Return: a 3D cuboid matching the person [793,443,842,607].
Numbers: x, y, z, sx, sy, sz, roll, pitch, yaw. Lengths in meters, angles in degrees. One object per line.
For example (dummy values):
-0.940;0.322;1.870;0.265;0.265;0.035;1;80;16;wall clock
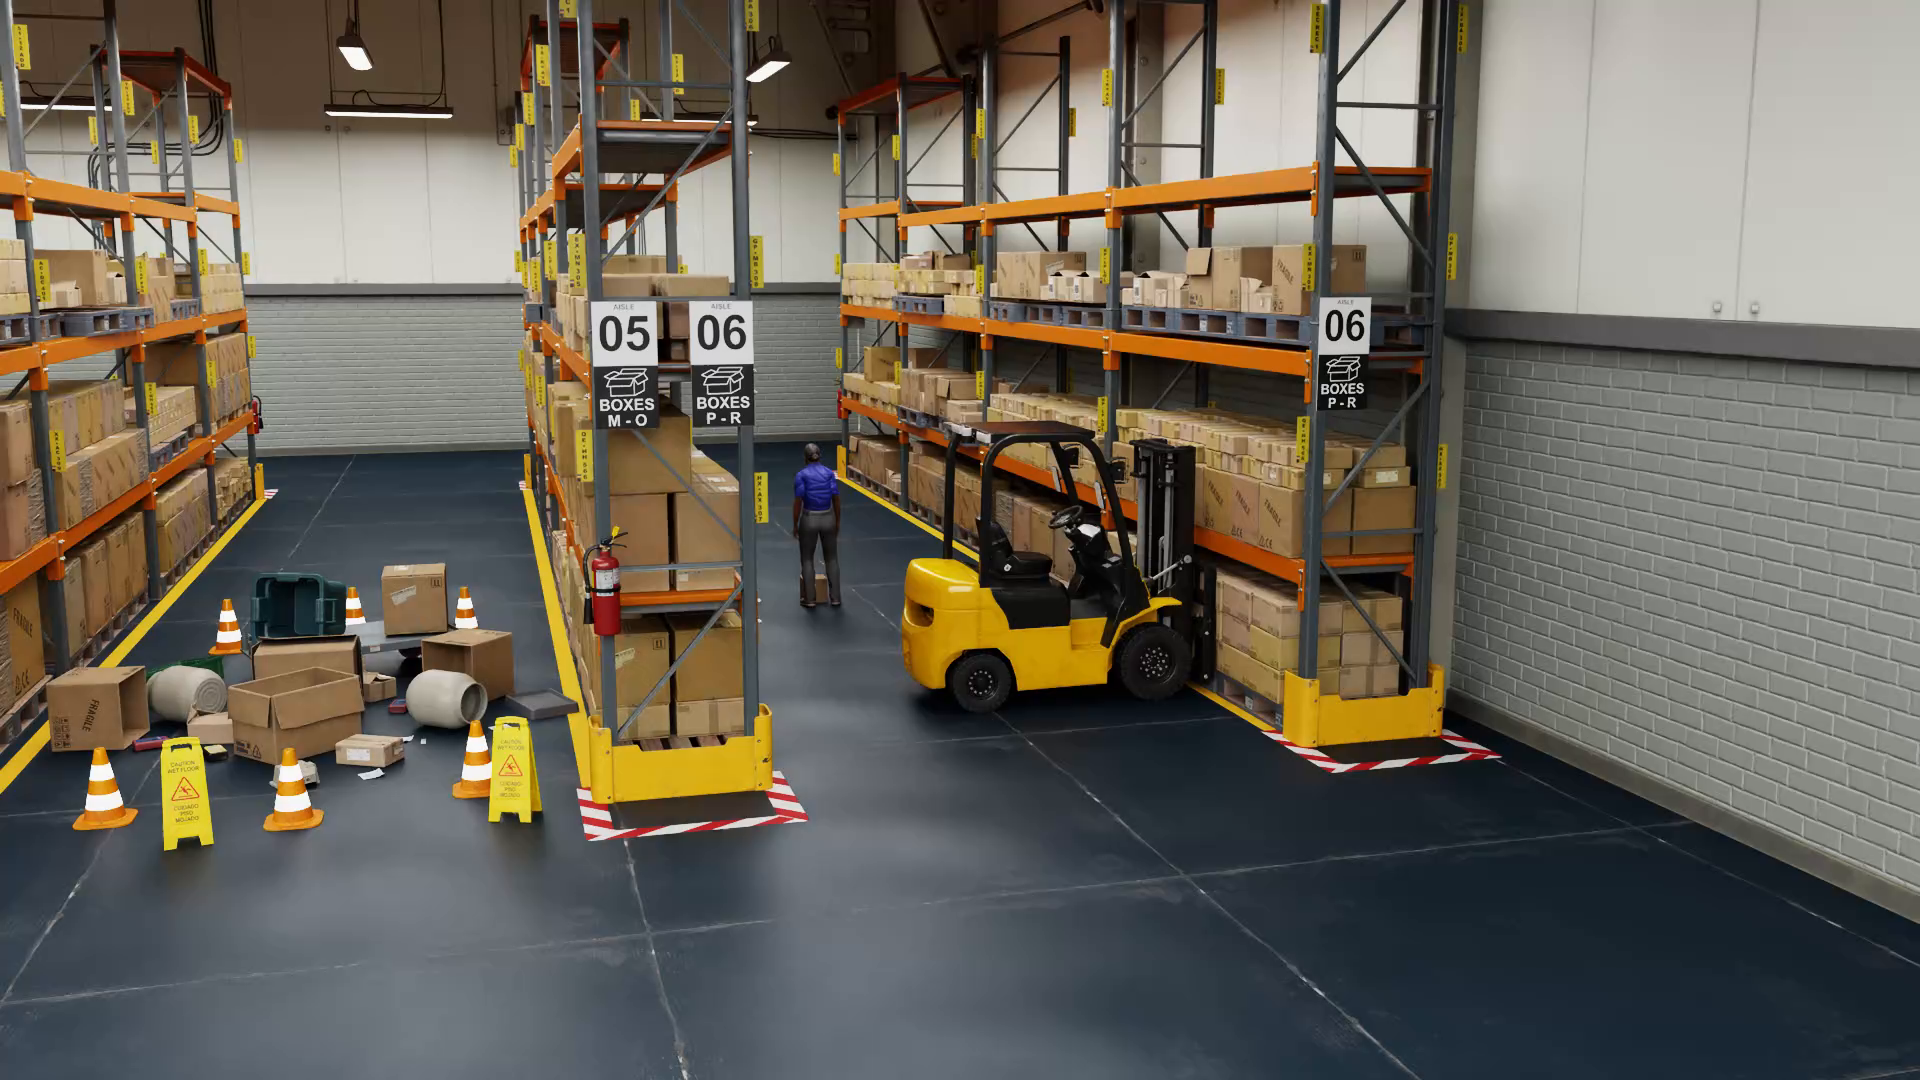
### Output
-1.437;-0.152;16.818;0.528;1.653;0.351;-3;10;-19;person
